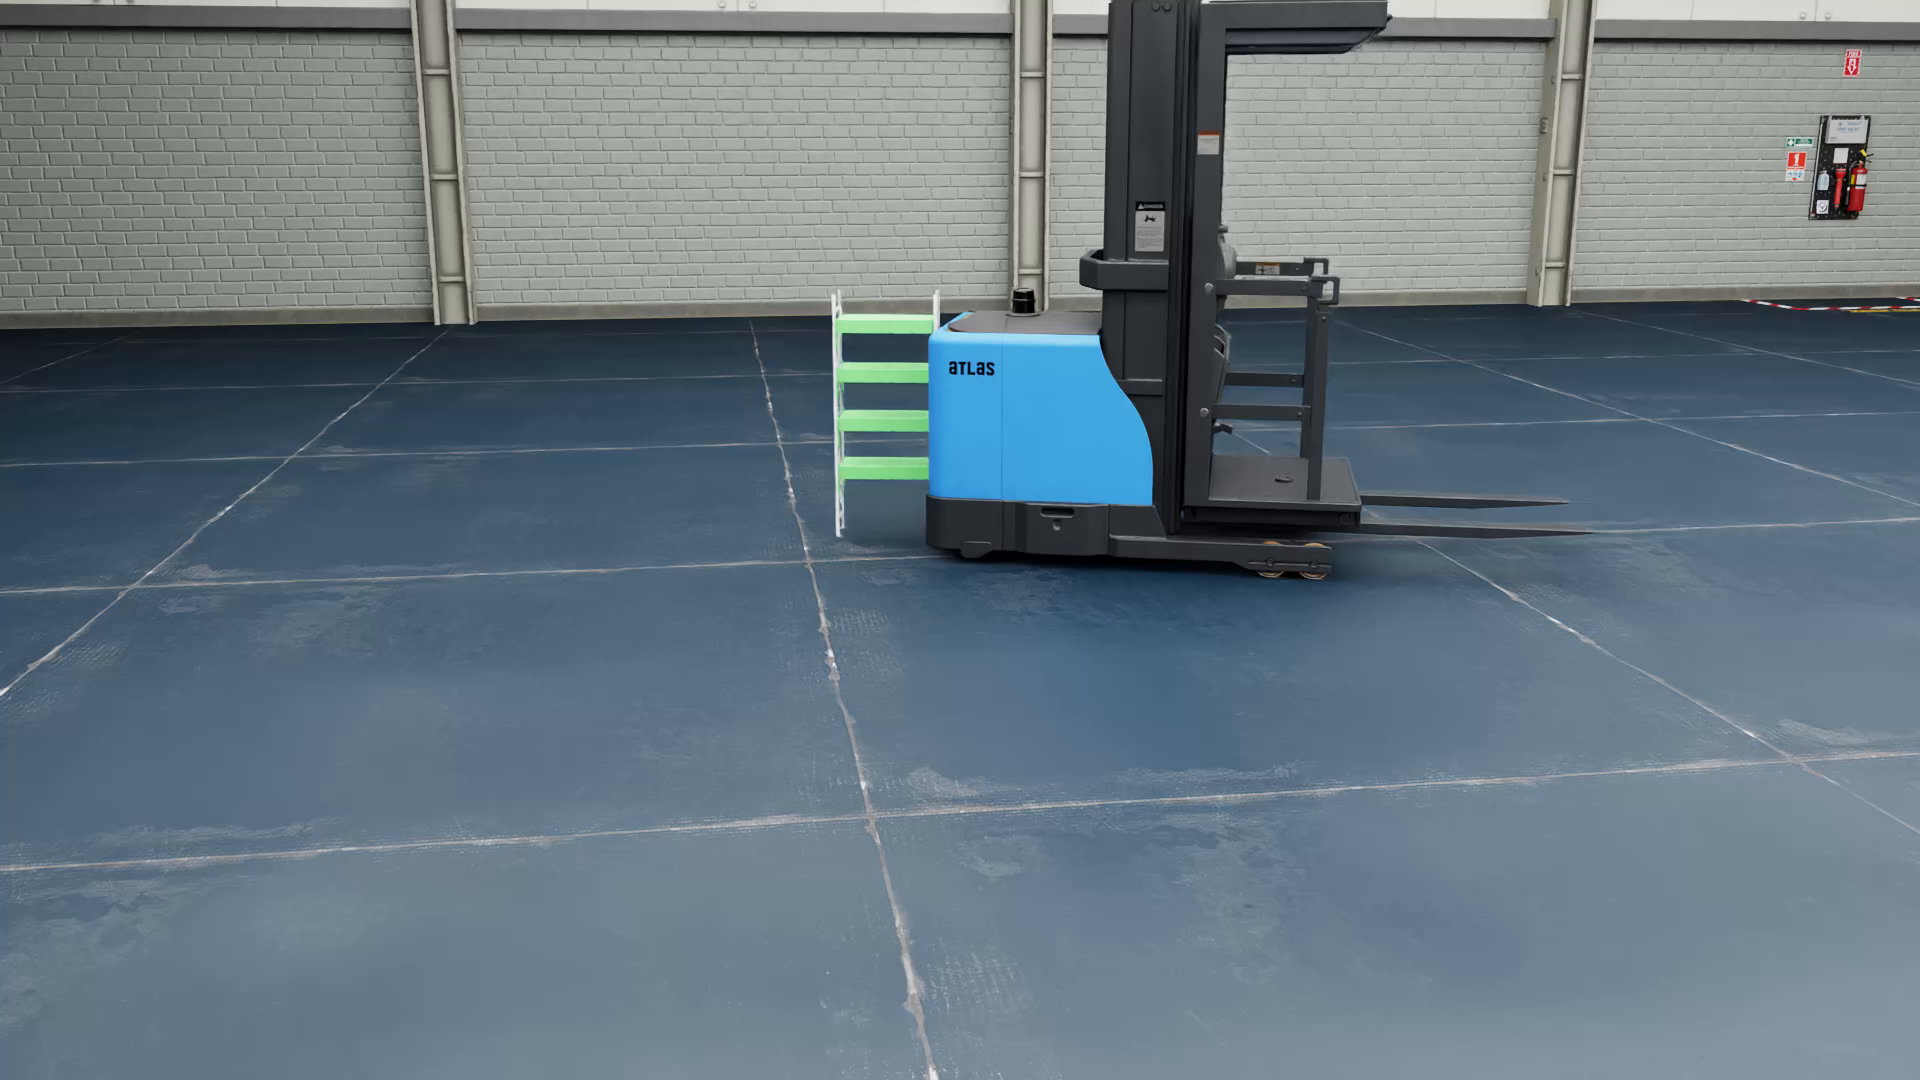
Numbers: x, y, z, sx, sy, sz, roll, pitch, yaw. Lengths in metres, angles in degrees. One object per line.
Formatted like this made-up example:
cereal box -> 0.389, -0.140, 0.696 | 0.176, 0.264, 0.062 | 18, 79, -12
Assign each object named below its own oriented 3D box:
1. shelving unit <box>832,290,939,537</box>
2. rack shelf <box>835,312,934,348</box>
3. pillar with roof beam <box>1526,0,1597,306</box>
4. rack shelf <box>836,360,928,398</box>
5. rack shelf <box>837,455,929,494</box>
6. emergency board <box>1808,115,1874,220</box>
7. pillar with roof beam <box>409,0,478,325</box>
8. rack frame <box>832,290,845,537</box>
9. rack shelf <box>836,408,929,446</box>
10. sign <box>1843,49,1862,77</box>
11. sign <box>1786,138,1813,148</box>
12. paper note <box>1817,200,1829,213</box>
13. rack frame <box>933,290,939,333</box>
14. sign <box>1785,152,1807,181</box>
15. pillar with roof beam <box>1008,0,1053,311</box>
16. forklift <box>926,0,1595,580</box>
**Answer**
shelving unit -> -0.358, -0.623, 8.239 | 0.503, 1.200, 0.258 | 1, 14, 3
rack shelf -> -0.358, -1.026, 8.137 | 0.480, 0.148, 0.258 | 1, 14, 3
pillar with roof beam -> 7.313, -6.004, 13.661 | 0.400, 9.000, 9.100 | -2, 14, -8
rack shelf -> -0.358, -0.794, 8.196 | 0.480, 0.148, 0.258 | 1, 14, 3
rack shelf -> -0.358, -0.328, 8.313 | 0.480, 0.148, 0.258 | 1, 14, 3
emergency board -> 10.155, -4.266, 19.067 | 0.643, 1.169, 0.194 | -2, 14, -8
pillar with roof beam -> -4.553, -5.569, 11.927 | 0.400, 9.000, 9.100 | -2, 14, -8
rack frame -> -0.602, -0.626, 8.250 | 0.015, 1.200, 0.240 | 1, 14, 3
rack shelf -> -0.358, -0.561, 8.254 | 0.480, 0.148, 0.258 | 1, 14, 3
sign -> 10.133, -5.414, 18.879 | 0.199, 0.298, 0.001 | -2, 14, -8
sign -> 9.599, -4.543, 19.009 | 0.331, 0.109, 0.001 | -2, 14, -8
paper note -> 9.970, -3.849, 19.215 | 0.142, 0.148, 0.016 | -2, 14, -8
rack frame -> -0.115, -0.620, 8.228 | 0.015, 1.200, 0.240 | 1, 14, 3
sign -> 9.593, -4.288, 19.081 | 0.234, 0.329, 0.001 | -2, 14, -8
pillar with roof beam -> 1.380, -5.786, 12.794 | 0.400, 9.000, 9.100 | -2, 14, -8
forklift -> 1.405, -1.381, 7.705 | 3.031, 2.935, 1.130 | 2, 14, 9
